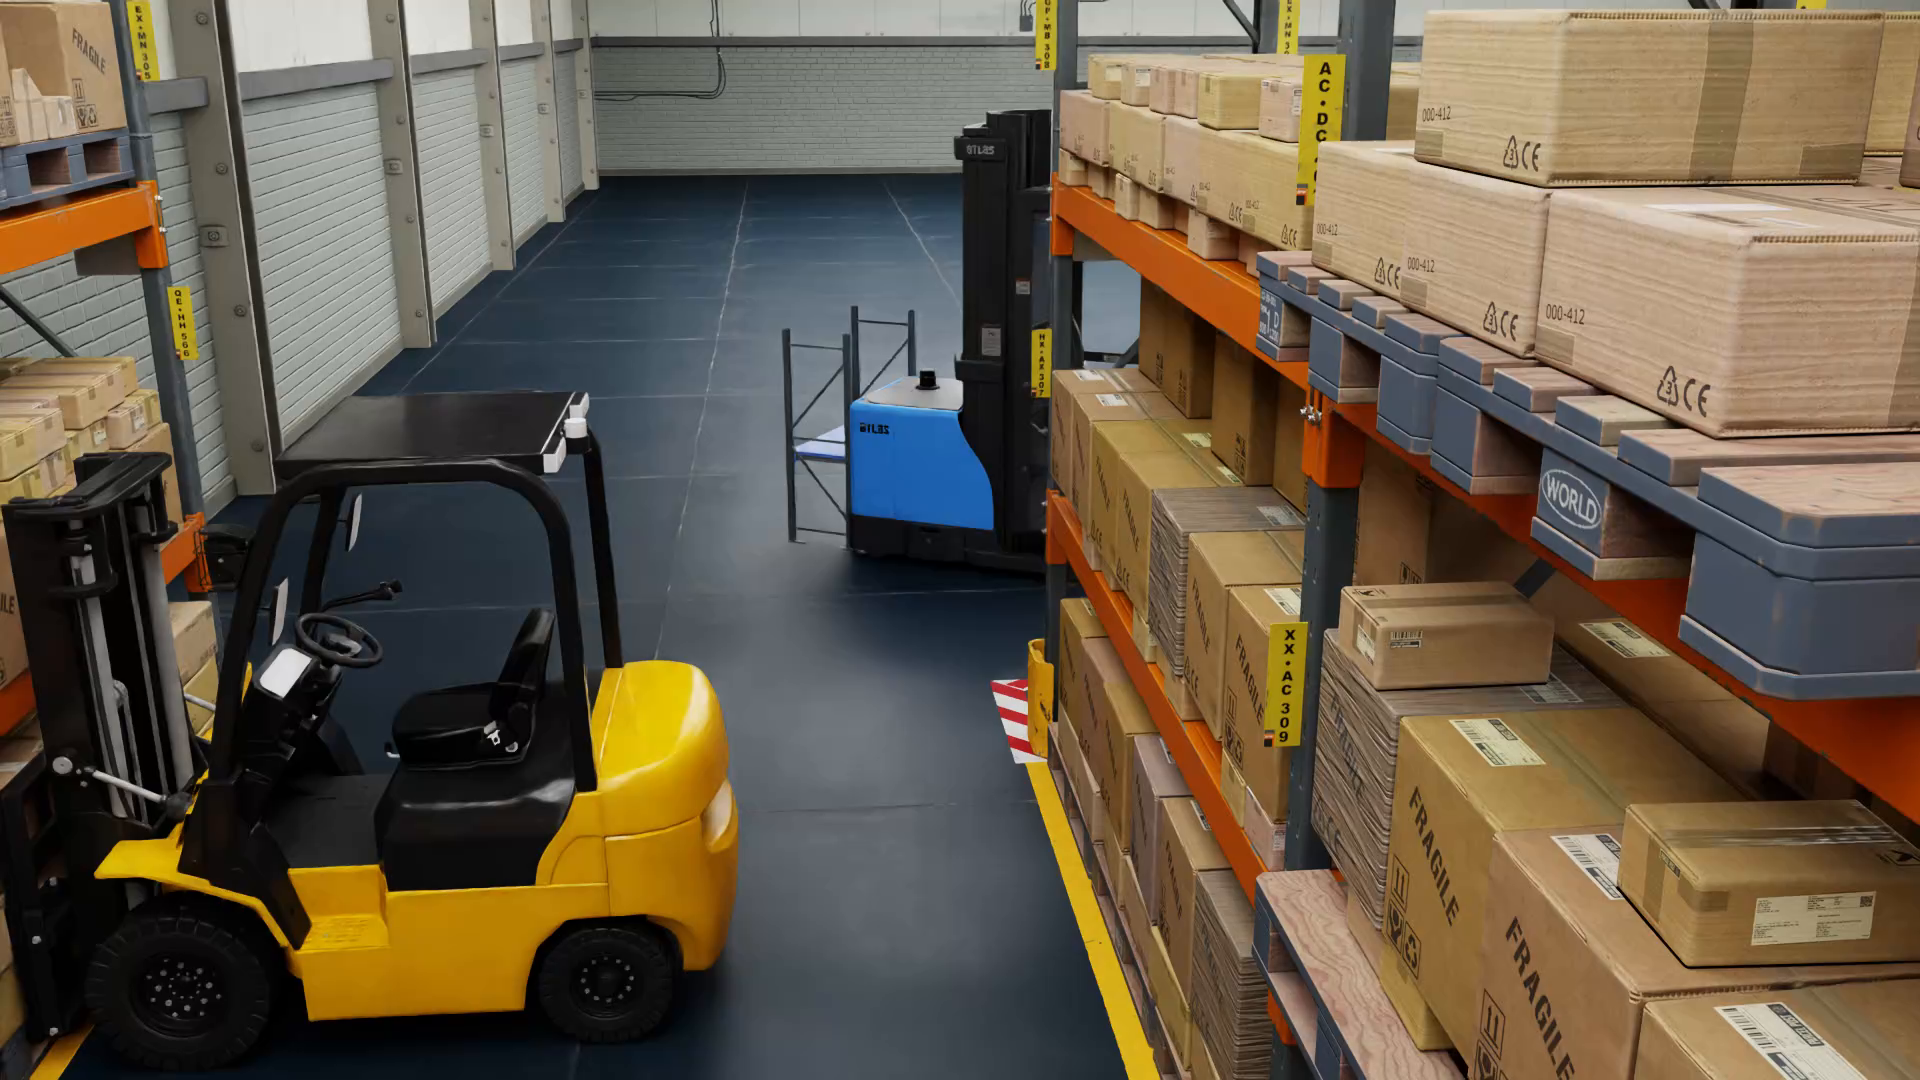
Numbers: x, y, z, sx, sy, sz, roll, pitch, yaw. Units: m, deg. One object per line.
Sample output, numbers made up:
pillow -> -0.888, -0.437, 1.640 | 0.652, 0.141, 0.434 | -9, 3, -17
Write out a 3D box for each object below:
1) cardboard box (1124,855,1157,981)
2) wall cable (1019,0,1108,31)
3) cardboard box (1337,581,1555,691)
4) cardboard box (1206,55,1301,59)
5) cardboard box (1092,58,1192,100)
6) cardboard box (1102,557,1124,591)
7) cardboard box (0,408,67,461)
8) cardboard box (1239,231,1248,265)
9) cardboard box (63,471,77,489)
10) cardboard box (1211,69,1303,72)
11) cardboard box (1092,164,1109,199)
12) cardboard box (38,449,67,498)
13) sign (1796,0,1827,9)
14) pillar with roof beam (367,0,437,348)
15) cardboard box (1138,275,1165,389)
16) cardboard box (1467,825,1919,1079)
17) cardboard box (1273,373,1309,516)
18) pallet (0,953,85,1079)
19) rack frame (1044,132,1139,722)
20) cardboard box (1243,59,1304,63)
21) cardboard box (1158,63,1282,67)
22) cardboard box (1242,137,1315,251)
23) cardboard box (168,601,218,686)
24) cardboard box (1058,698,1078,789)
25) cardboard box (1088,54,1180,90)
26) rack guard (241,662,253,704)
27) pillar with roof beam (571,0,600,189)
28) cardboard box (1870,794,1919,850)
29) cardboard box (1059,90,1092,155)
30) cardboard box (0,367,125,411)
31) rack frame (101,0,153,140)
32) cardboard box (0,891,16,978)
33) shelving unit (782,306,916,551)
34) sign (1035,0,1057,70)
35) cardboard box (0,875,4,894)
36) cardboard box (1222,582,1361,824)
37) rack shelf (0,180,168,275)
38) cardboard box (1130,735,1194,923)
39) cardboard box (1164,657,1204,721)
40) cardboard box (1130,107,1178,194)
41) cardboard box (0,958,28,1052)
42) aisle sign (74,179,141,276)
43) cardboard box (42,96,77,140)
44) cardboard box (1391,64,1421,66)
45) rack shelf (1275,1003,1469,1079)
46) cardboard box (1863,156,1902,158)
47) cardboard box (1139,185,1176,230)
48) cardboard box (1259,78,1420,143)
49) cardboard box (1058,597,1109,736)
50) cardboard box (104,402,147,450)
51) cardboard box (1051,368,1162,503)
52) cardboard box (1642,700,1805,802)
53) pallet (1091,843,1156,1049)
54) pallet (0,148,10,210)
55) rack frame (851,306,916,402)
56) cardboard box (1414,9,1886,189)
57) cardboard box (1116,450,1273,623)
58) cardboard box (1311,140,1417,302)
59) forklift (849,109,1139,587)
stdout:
cardboard box -> 0.901, 1.384, 6.149 | 0.500, 0.250, 0.500 | -2, 17, -5
wall cable -> 2.530, -14.681, 37.739 | 2.305, 6.003, 0.169 | -2, 18, -6
cardboard box -> 1.039, 0.202, 3.577 | 0.380, 0.149, 0.250 | -2, 18, -6
cardboard box -> 1.246, -1.963, 7.002 | 0.380, 0.149, 0.250 | -1, 17, -5
cardboard box -> 0.721, -1.792, 6.459 | 0.380, 0.149, 0.250 | -2, 18, -6
cardboard box -> 0.786, 0.096, 6.783 | 0.380, 0.149, 0.250 | -1, 17, -4
cardboard box -> -3.562, -0.385, 6.149 | 0.380, 0.149, 0.250 | -1, 17, -4
cardboard box -> 1.038, -0.876, 4.870 | 0.380, 0.149, 0.250 | -2, 18, -8
cardboard box -> -3.651, -0.041, 6.632 | 0.500, 0.500, 0.500 | -1, 17, -4
cardboard box -> 0.969, -1.339, 5.013 | 0.380, 0.149, 0.250 | -2, 18, -7
cardboard box -> 0.750, -1.488, 6.820 | 0.380, 0.149, 0.250 | -1, 17, -4
cardboard box -> -3.582, -0.242, 6.191 | 0.380, 0.149, 0.250 | -2, 18, -7
sign -> 1.894, -1.133, 3.750 | 0.100, 0.325, 0.005 | -2, 18, -6
pillar with roof beam -> -1.788, -6.622, 17.745 | 9.100, 9.000, 0.400 | -2, 18, -6
cardboard box -> 1.199, -0.962, 7.401 | 0.700, 0.500, 0.500 | -2, 18, -7
cardboard box -> 1.195, 0.806, 2.736 | 0.500, 0.500, 0.500 | -2, 18, -6
cardboard box -> 1.456, -0.357, 5.474 | 0.700, 0.500, 0.500 | -2, 18, -7
pallet -> -3.764, 1.633, 6.123 | 1.003, 0.211, 1.213 | -2, 18, -6
rack frame -> 0.929, -0.441, 8.074 | 1.000, 3.000, 0.127 | -2, 18, -6
cardboard box -> 1.284, -1.737, 6.283 | 0.380, 0.149, 0.250 | -2, 18, -6
cardboard box -> 0.889, -1.566, 5.738 | 0.380, 0.149, 0.250 | -1, 17, -4
cardboard box -> 1.028, -0.874, 4.201 | 0.500, 0.250, 0.500 | -2, 18, -6
cardboard box -> -3.650, 0.476, 7.375 | 0.500, 0.250, 0.500 | -1, 17, -4
cardboard box -> 0.737, 0.919, 7.630 | 0.500, 0.250, 0.500 | -2, 18, -6
cardboard box -> 0.763, -2.021, 7.185 | 0.380, 0.149, 0.250 | -2, 18, -6
rack guard -> -4.010, 0.899, 7.979 | 1.175, 0.500, 0.348 | -2, 18, -6
pillar with roof beam -> -3.644, -11.985, 34.827 | 9.100, 9.000, 0.400 | -2, 18, -6
cardboard box -> 1.750, 0.468, 2.732 | 0.380, 0.149, 0.250 | -3, 18, -8
cardboard box -> 0.716, -1.784, 7.099 | 0.500, 0.250, 0.500 | -2, 18, -7
cardboard box -> -3.705, -0.613, 6.875 | 0.380, 0.149, 0.250 | -2, 18, -6
rack frame -> -4.007, -3.149, 6.683 | 1.000, 3.000, 0.127 | -2, 18, -6
cardboard box -> -3.432, 1.324, 5.505 | 0.500, 0.250, 0.500 | -2, 18, -6
shelving unit -> -0.759, -0.817, 11.775 | 0.538, 1.500, 1.048 | 7, 19, 22
sign -> 0.390, -2.272, 7.440 | 0.100, 0.325, 0.005 | -2, 18, -6
cardboard box -> -3.438, 1.085, 5.432 | 0.500, 0.250, 0.500 | -1, 17, -4
cardboard box -> 1.049, 0.436, 4.616 | 0.500, 0.500, 0.500 | -2, 18, -7
rack shelf -> -3.801, -0.779, 5.342 | 1.077, 0.370, 4.000 | -2, 18, -6
cardboard box -> 0.906, 1.033, 6.016 | 0.500, 0.500, 0.500 | -1, 17, -3
cardboard box -> 0.898, 0.482, 5.554 | 0.380, 0.149, 0.250 | -2, 18, -6
cardboard box -> 0.870, -1.328, 5.644 | 0.500, 0.250, 0.500 | -1, 17, -4
cardboard box -> -3.452, 1.559, 5.593 | 0.500, 0.250, 0.500 | -1, 17, -5
aisle sign -> -3.722, -1.555, 7.284 | 0.394, 0.787, 0.004 | -2, 18, -6
cardboard box -> -3.620, -1.608, 6.336 | 0.380, 0.149, 0.250 | -2, 18, -7
cardboard box -> 1.392, -1.505, 5.545 | 0.380, 0.149, 0.250 | -1, 17, -5
rack shelf -> 1.548, 1.690, 2.488 | 1.077, 0.370, 4.000 | -2, 18, -6
cardboard box -> 1.546, -0.640, 3.248 | 0.500, 0.250, 0.500 | -2, 18, -7
cardboard box -> 0.845, -1.181, 5.843 | 0.380, 0.149, 0.250 | -2, 18, -7
cardboard box -> 0.989, -1.104, 4.265 | 0.380, 0.149, 0.250 | -2, 18, -7
cardboard box -> 0.741, 0.569, 7.495 | 0.500, 0.500, 0.500 | -2, 18, -7
cardboard box -> -3.637, -0.474, 6.929 | 0.380, 0.149, 0.250 | -1, 17, -5
cardboard box -> 0.702, -0.481, 7.538 | 0.500, 0.500, 0.500 | -2, 18, -6
cardboard box -> 1.670, 0.639, 3.269 | 0.500, 0.500, 0.500 | -2, 18, -5
pallet -> 1.108, 1.518, 6.490 | 1.003, 0.211, 1.213 | -2, 18, -6
pallet -> -3.831, -1.100, 5.312 | 1.003, 0.211, 1.213 | -2, 18, -6
rack frame -> -0.557, -0.957, 12.220 | 0.500, 1.500, 0.032 | 7, 19, 22
cardboard box -> 1.065, -0.713, 2.647 | 0.500, 0.250, 0.500 | -2, 18, -7
cardboard box -> 0.873, -0.024, 6.081 | 0.500, 0.500, 0.500 | -2, 18, -7
cardboard box -> 1.003, -0.623, 3.194 | 0.500, 0.250, 0.500 | -2, 18, -7
forklift -> 0.821, -1.258, 10.790 | 3.031, 2.935, 1.130 | 7, 19, 20
